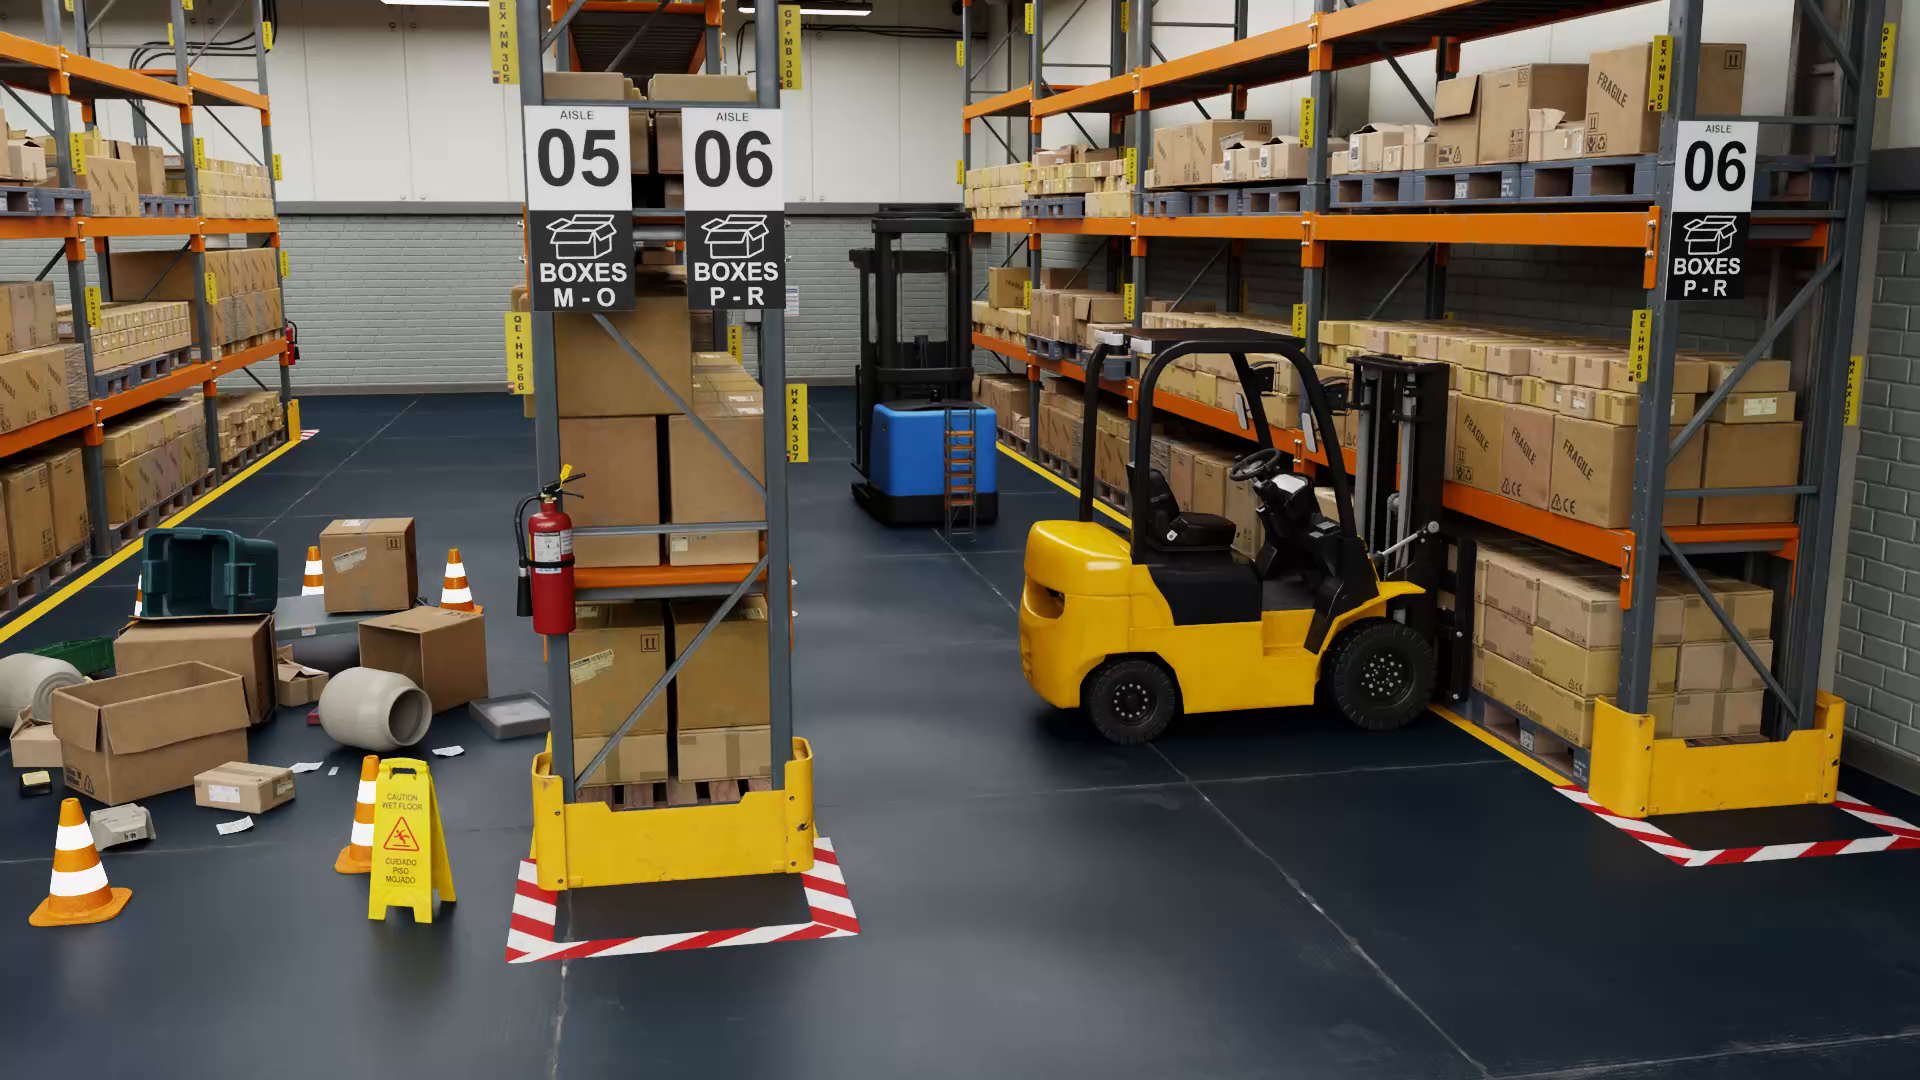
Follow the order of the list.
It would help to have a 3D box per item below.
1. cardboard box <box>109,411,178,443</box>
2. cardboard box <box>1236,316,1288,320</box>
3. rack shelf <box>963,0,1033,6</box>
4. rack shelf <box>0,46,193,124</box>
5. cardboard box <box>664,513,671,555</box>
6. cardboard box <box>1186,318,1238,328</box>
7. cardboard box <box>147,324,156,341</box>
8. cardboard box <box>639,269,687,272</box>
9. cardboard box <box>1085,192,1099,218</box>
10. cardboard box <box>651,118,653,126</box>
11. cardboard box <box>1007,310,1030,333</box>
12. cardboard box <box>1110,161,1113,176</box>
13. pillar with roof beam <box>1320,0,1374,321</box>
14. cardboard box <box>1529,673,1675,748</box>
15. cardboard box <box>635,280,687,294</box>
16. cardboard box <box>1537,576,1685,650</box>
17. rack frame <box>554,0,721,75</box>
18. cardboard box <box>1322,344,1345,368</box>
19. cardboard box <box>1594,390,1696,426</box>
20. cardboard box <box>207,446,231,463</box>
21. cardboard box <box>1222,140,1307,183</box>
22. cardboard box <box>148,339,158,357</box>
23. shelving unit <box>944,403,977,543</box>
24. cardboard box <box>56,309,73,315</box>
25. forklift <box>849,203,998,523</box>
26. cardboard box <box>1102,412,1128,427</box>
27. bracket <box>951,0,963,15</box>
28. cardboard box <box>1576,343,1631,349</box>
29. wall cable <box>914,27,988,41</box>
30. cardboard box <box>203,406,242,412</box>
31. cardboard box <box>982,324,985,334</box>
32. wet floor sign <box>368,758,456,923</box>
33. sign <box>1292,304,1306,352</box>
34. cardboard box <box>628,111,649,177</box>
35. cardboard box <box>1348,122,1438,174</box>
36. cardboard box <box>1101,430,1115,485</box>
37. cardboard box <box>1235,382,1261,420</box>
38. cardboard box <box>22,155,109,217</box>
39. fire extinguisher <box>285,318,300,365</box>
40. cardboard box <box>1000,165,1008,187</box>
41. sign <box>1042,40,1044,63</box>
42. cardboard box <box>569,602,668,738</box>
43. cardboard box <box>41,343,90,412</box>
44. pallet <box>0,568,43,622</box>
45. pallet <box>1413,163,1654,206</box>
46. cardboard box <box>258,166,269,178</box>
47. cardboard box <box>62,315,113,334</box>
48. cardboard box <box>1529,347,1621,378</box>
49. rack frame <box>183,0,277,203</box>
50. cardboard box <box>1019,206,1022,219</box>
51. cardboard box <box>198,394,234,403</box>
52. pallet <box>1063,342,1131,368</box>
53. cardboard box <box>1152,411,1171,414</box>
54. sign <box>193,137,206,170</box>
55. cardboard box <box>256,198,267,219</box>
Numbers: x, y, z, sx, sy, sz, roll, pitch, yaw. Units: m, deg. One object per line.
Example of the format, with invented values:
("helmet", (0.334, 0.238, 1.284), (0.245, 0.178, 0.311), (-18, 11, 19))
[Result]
("cardboard box", (-7.789, -1.070, 15.855), (0.500, 0.250, 0.500), (-3, 11, -14))
("cardboard box", (2.626, -1.868, 14.485), (0.380, 0.149, 0.250), (-2, 11, -12))
("rack shelf", (0.930, -7.015, 20.522), (1.077, 0.370, 4.000), (-2, 11, -11))
("rack shelf", (-7.996, -4.073, 15.021), (1.077, 0.370, 4.000), (-2, 11, -11))
("cardboard box", (-1.142, -0.032, 7.515), (0.380, 0.149, 0.250), (-2, 11, -10))
("cardboard box", (2.139, -1.799, 14.126), (0.380, 0.149, 0.250), (-2, 11, -10))
("cardboard box", (-7.854, -1.964, 15.745), (0.380, 0.149, 0.250), (-2, 11, -11))
("cardboard box", (-2.914, -2.426, 16.476), (0.500, 0.500, 0.500), (-2, 11, -10))
("cardboard box", (1.563, -3.357, 16.693), (0.500, 0.250, 0.500), (-2, 11, -11))
("cardboard box", (-1.500, -2.275, 9.142), (0.380, 0.149, 0.250), (-2, 11, -12))
("cardboard box", (0.868, -2.670, 20.309), (0.500, 0.250, 0.500), (-2, 11, -11))
("cardboard box", (1.683, -3.630, 16.261), (0.380, 0.149, 0.250), (-2, 11, -12))
("pillar with roof beam", (-0.989, -4.273, 13.077), (9.100, 9.000, 0.400), (-2, 11, -11))
("cardboard box", (3.251, 0.849, 8.446), (0.500, 0.250, 0.500), (-2, 11, -11))
("cardboard box", (-1.781, -1.092, 8.672), (0.700, 0.500, 0.500), (-2, 11, -11))
("cardboard box", (3.257, 0.359, 8.344), (0.500, 0.250, 0.500), (-2, 11, -9))
("rack frame", (-1.994, -3.721, 10.177), (1.000, 3.000, 0.127), (-2, 11, -11))
("cardboard box", (2.679, -1.255, 11.263), (0.380, 0.149, 0.250), (-2, 11, -12))
("cardboard box", (3.310, -0.642, 8.046), (0.380, 0.149, 0.250), (-2, 11, -10))
("cardboard box", (-8.141, -0.927, 18.044), (0.380, 0.149, 0.250), (-3, 11, -13))
("cardboard box", (2.345, -2.905, 12.760), (0.500, 0.311, 0.500), (-3, 11, -13))
("cardboard box", (-7.857, -1.821, 15.789), (0.380, 0.149, 0.250), (-2, 11, -9))
("shelving unit", (0.003, -0.587, 14.570), (0.258, 1.200, 0.189), (-2, 11, -11))
("cardboard box", (-8.508, -2.091, 15.619), (0.380, 0.149, 0.250), (-2, 11, -9))
("forklift", (-0.480, -1.826, 16.454), (1.130, 2.935, 3.031), (-2, 11, -13))
("cardboard box", (1.654, -1.216, 16.888), (0.380, 0.149, 0.250), (-2, 11, -9))
("bracket", (0.010, -8.896, 27.742), (0.235, 0.232, 0.430), (-2, 11, -11))
("cardboard box", (3.604, -0.995, 9.103), (0.380, 0.149, 0.250), (-2, 11, -9))
("wall cable", (0.699, -9.917, 27.856), (2.988, 3.039, 0.133), (-2, 11, -11))
("cardboard box", (-8.519, -1.452, 19.213), (0.380, 0.149, 0.250), (-3, 11, -13))
("cardboard box", (0.505, -2.821, 22.170), (0.380, 0.149, 0.250), (-2, 11, -9))
("wet floor sign", (-2.228, 1.190, 6.717), (0.267, 0.644, 0.232), (2, 11, 9))
("sign", (2.344, -1.463, 11.476), (0.100, 0.325, 0.005), (-2, 11, -11))
("cardboard box", (-1.580, -1.670, 7.031), (0.500, 0.250, 0.500), (-2, 11, -12))
("cardboard box", (2.797, -2.478, 10.521), (0.500, 0.311, 0.500), (-2, 11, -10))
("cardboard box", (1.716, -0.829, 16.590), (0.500, 0.500, 0.500), (-2, 11, -12))
("cardboard box", (2.417, -1.056, 12.623), (0.500, 0.250, 0.500), (-2, 11, -11))
("cardboard box", (-7.457, -2.946, 13.861), (0.500, 0.500, 0.500), (-2, 11, -11))
("fire extinguisher", (-8.760, -2.618, 21.631), (0.296, 0.674, 0.183), (-2, 11, -11))
("cardboard box", (0.787, -4.483, 20.476), (0.500, 0.250, 0.500), (-2, 11, -10))
("sign", (1.089, -6.656, 22.677), (0.100, 0.325, 0.005), (-2, 11, -11))
("cardboard box", (-1.627, 0.599, 7.754), (0.500, 0.500, 0.500), (-2, 11, -11))
("cardboard box", (-7.256, -1.285, 13.158), (0.500, 0.500, 0.500), (-2, 11, -11))
("pallet", (-7.294, 0.432, 11.863), (1.003, 0.211, 1.213), (-2, 11, -11))
("pallet", (3.300, -2.006, 9.428), (1.003, 0.211, 1.213), (-2, 11, -11))
("cardboard box", (-8.811, -4.567, 20.644), (0.380, 0.149, 0.250), (-2, 11, -12))
("cardboard box", (-7.606, -1.870, 14.456), (0.380, 0.149, 0.250), (-2, 11, -11))
("cardboard box", (3.245, -0.933, 8.776), (0.380, 0.149, 0.250), (-2, 11, -11))
("rack frame", (-9.163, -5.723, 20.698), (1.000, 3.000, 0.127), (-2, 11, -11))
("cardboard box", (0.914, -3.872, 19.669), (0.380, 0.149, 0.250), (-2, 11, -11))
("cardboard box", (-9.223, -1.719, 20.618), (0.380, 0.149, 0.250), (-2, 11, -10))
("pallet", (1.714, -1.951, 17.436), (1.003, 0.211, 1.213), (-2, 11, -11))
("cardboard box", (2.187, -1.238, 17.006), (0.380, 0.149, 0.250), (-3, 11, -14))
("sign", (-7.842, -3.984, 17.148), (0.100, 0.325, 0.005), (-2, 11, -11))
("cardboard box", (-8.709, -4.009, 20.114), (0.500, 0.250, 0.500), (-2, 11, -11))
